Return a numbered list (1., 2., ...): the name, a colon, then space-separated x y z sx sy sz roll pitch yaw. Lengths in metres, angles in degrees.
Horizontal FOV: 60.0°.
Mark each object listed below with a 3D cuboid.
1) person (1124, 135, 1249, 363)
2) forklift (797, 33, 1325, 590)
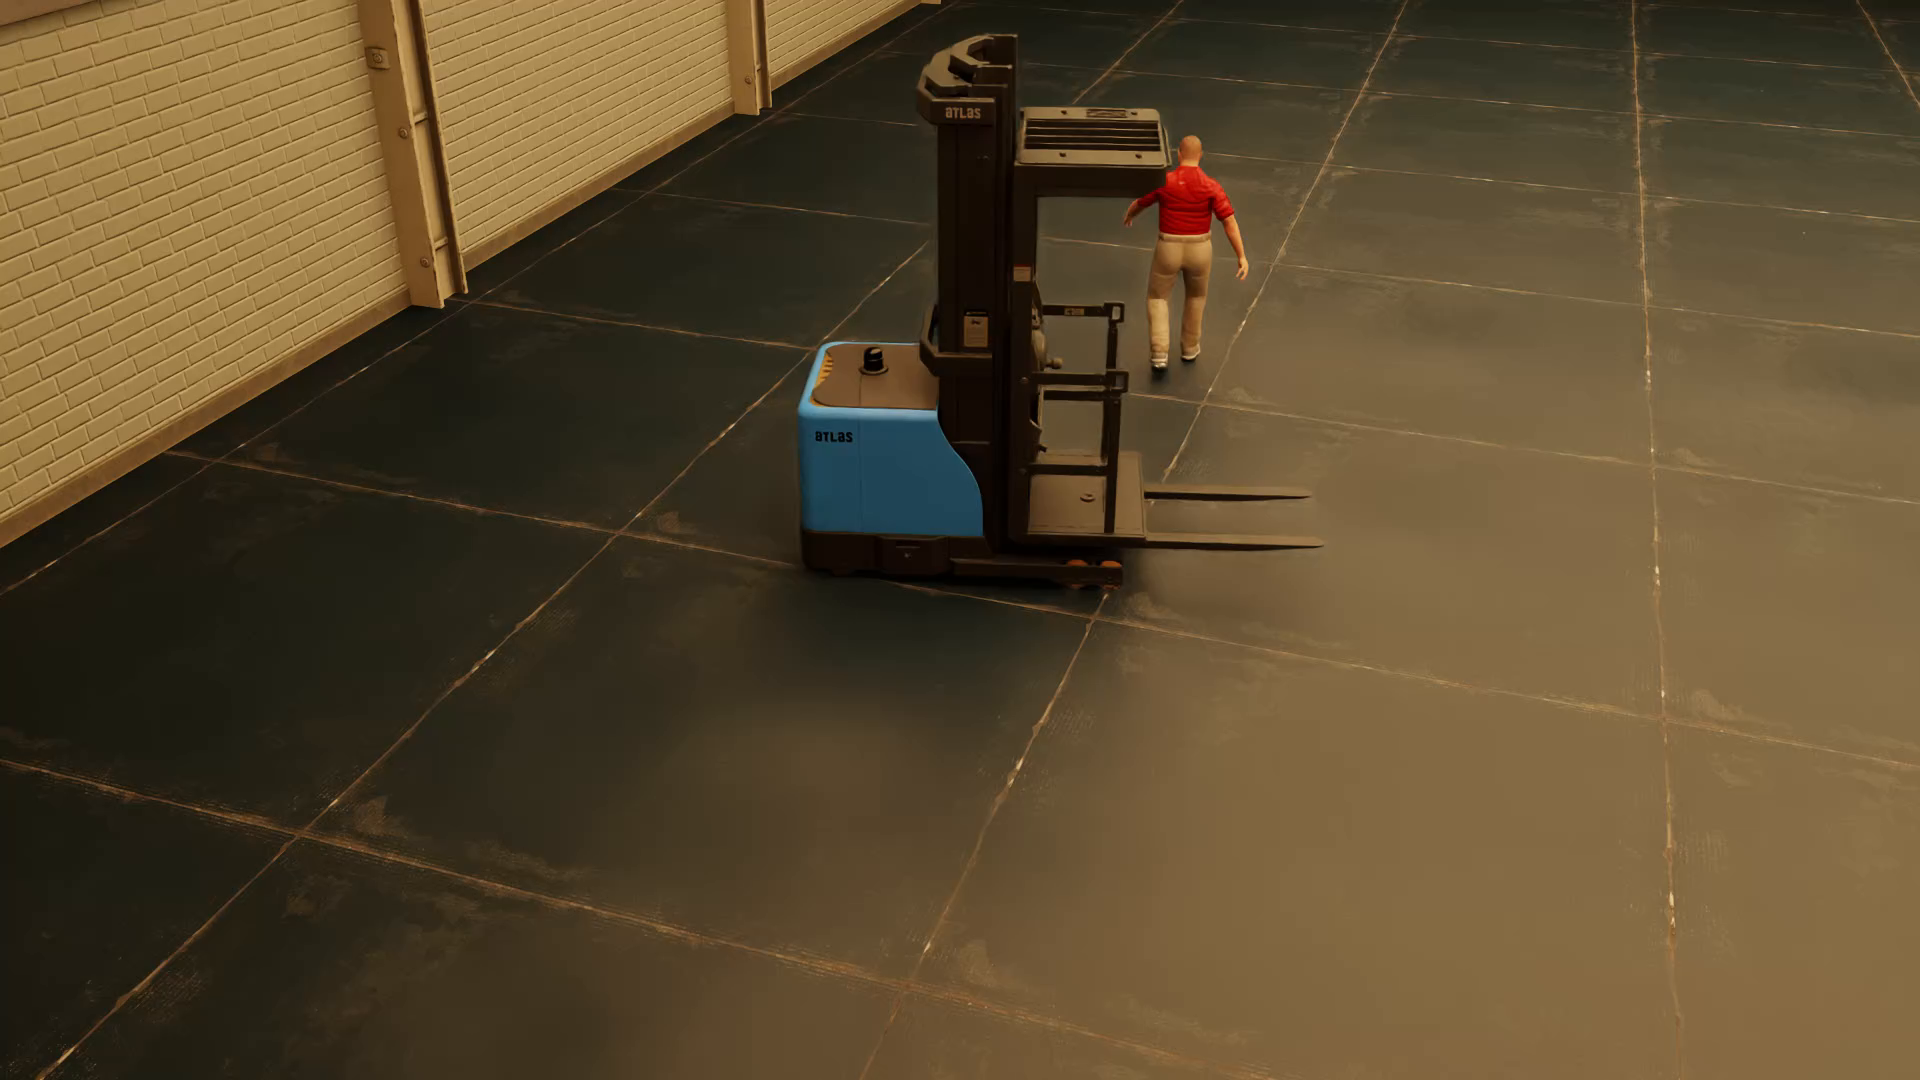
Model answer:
1. person: 1.626 -2.076 12.026 0.909 1.709 0.730 4 30 6
2. forklift: 0.614 -1.260 9.347 3.031 2.935 1.130 2 30 3
